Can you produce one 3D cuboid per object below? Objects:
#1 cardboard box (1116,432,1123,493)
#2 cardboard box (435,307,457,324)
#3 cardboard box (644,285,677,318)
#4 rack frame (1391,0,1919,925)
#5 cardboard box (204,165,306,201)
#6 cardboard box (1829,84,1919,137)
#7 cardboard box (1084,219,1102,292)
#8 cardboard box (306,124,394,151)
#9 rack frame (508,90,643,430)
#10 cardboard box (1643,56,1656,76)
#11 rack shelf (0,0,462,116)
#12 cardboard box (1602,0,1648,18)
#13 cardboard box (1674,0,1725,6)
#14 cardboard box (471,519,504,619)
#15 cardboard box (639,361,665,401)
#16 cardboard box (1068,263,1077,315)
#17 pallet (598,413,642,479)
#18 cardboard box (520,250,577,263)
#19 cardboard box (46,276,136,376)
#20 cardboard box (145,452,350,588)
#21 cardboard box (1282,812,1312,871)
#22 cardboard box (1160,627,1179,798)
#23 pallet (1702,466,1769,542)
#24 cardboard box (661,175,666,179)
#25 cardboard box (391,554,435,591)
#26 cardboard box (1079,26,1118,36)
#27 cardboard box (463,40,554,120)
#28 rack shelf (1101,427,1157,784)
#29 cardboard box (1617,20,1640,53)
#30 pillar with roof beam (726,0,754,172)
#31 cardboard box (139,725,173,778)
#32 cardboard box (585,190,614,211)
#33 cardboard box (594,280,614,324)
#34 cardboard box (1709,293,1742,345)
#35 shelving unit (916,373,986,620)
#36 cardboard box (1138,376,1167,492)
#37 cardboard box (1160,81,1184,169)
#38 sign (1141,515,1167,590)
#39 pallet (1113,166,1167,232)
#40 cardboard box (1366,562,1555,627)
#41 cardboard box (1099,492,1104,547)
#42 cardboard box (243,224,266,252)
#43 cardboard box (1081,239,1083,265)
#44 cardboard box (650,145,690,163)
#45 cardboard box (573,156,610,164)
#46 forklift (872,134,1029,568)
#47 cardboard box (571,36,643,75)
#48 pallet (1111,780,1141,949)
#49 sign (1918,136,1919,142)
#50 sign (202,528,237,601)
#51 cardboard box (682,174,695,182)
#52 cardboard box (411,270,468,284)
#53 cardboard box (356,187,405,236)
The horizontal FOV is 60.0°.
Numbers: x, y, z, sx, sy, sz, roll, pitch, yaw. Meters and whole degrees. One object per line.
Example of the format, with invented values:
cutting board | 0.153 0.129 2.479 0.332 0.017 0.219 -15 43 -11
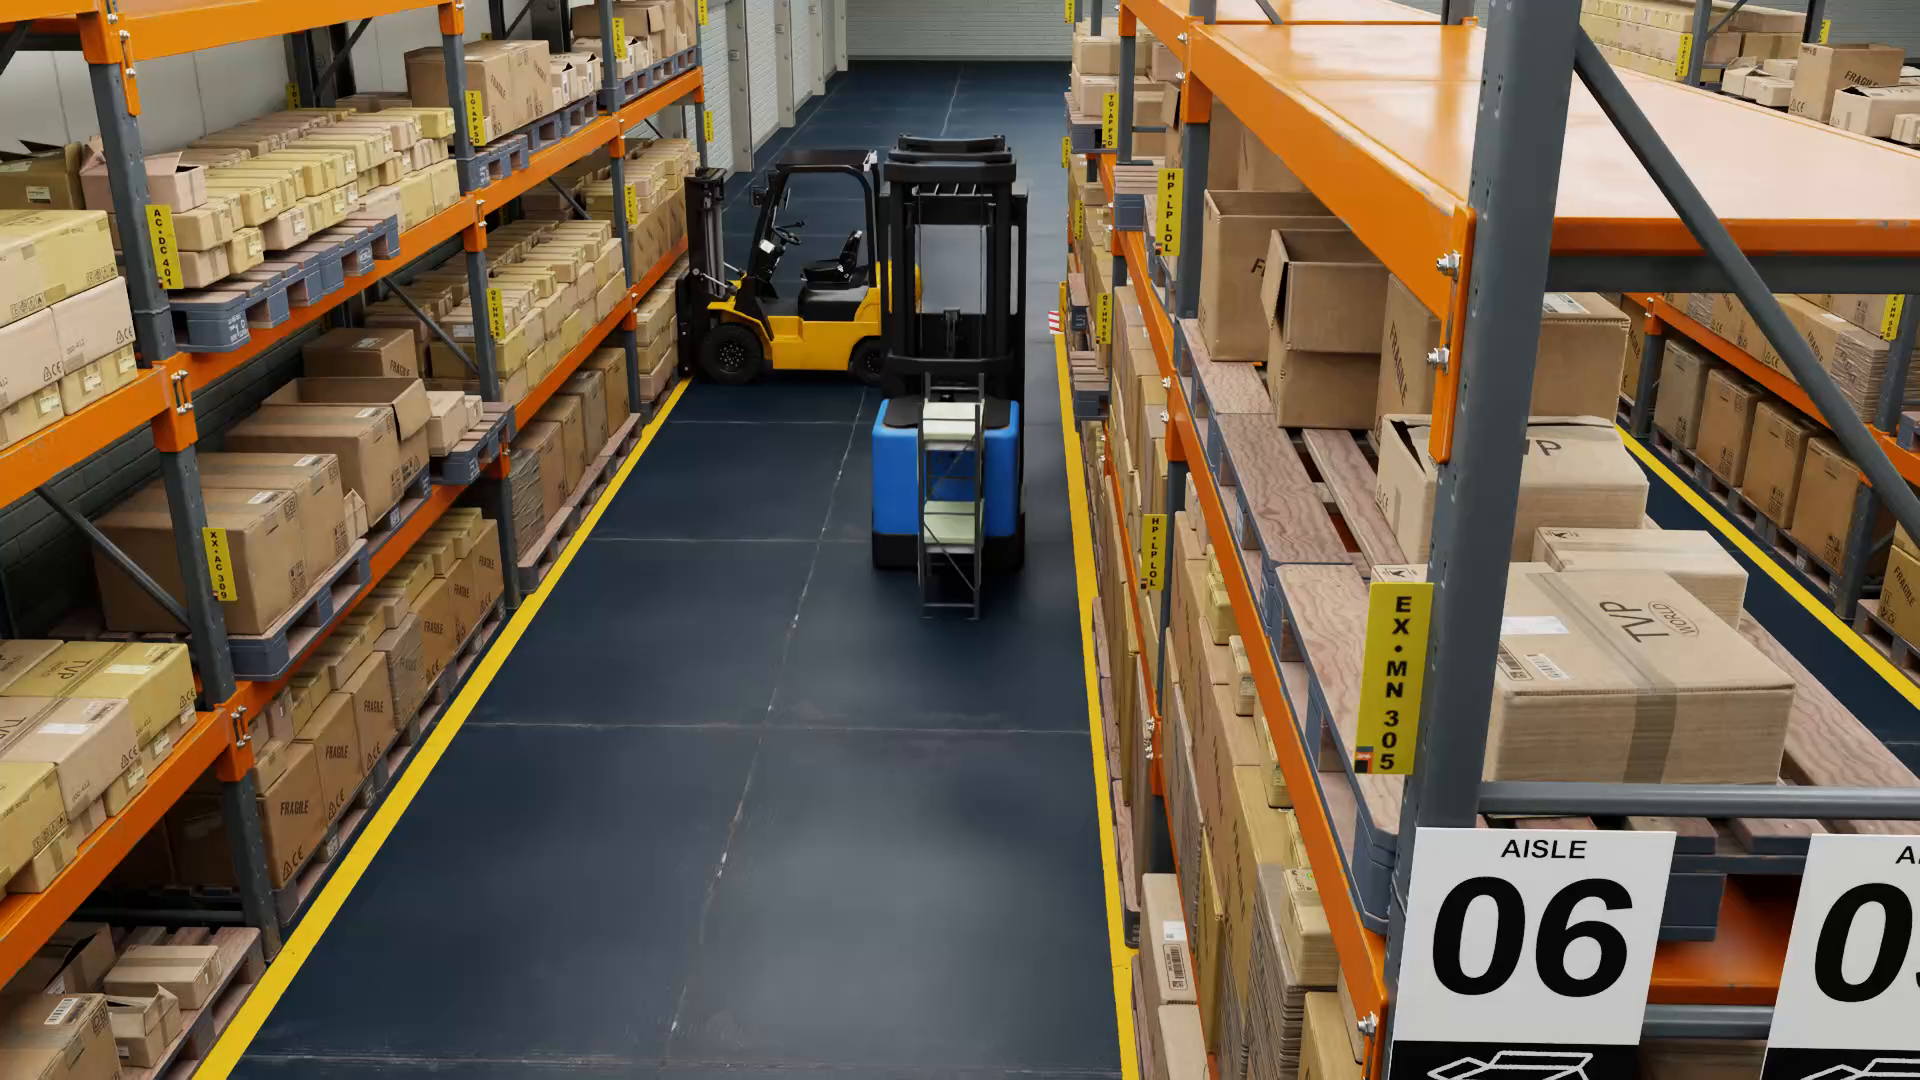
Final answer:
cardboard box | 1.191 -0.461 9.777 0.500 0.250 0.500 0 21 0
cardboard box | -3.757 -1.457 11.654 0.500 0.250 0.500 1 21 2
cardboard box | -3.027 -2.306 16.165 0.500 0.250 0.500 1 21 3
rack frame | 1.212 -0.795 2.137 1.000 3.000 0.127 1 21 2
cardboard box | -3.263 -1.638 7.674 0.380 0.149 0.250 1 21 2
cardboard box | 6.138 -2.853 10.993 0.500 0.311 0.500 1 21 2
cardboard box | 1.232 -2.192 12.901 0.500 0.500 0.500 1 21 1
cardboard box | -3.342 -2.187 9.117 0.380 0.149 0.250 0 21 1
rack frame | -3.385 -2.390 14.542 1.000 3.000 0.127 1 21 2
cardboard box | 6.233 -4.162 14.592 0.380 0.149 0.250 1 21 2
rack shelf | -3.567 -2.496 8.068 1.077 0.370 4.000 1 21 2
cardboard box | 6.274 -4.991 15.626 0.380 0.149 0.250 1 21 2
cardboard box | 6.932 -4.984 15.606 0.380 0.149 0.250 1 21 2
cardboard box | -3.304 0.181 10.791 0.500 0.500 0.500 1 21 3
cardboard box | -3.039 -1.475 15.405 0.500 0.250 0.500 1 21 2
cardboard box | 1.386 -2.560 17.165 0.500 0.500 0.500 0 21 0
pallet | -3.368 -0.823 14.359 1.003 0.211 1.213 1 21 2
cardboard box | -3.183 -2.151 12.891 0.380 0.149 0.250 1 21 2
cardboard box | -3.392 -0.788 6.061 0.500 0.250 0.500 1 21 2
cardboard box | -3.374 -0.100 7.920 0.700 0.500 0.500 1 21 2
cardboard box | 0.979 0.778 3.960 0.380 0.149 0.250 1 21 3
cardboard box | 1.057 0.676 6.502 0.500 0.500 0.500 1 21 3
pallet | 6.545 -0.297 13.002 1.003 0.211 1.213 1 21 2
cardboard box | -3.106 -3.504 16.377 0.380 0.149 0.250 0 21 1
cardboard box | -3.351 0.193 9.862 0.380 0.149 0.250 1 21 3
cardboard box | 1.339 -4.855 15.992 0.380 0.149 0.250 1 21 3
cardboard box | -3.210 -3.259 11.777 0.500 0.500 0.500 1 21 3
rack shelf | 1.394 0.168 8.944 1.077 0.370 4.000 1 21 2
cardboard box | 6.319 -4.573 15.098 0.500 0.250 0.500 0 21 1
pillar with roof beam | 0.483 -10.683 27.621 9.100 9.000 0.400 1 21 2
cardboard box | -3.372 0.832 6.585 0.380 0.149 0.250 1 21 3
cardboard box | -3.079 -2.990 14.642 0.380 0.149 0.250 1 21 3
cardboard box | -3.148 -1.953 13.624 0.500 0.250 0.500 1 21 1
cardboard box | 6.210 -1.815 12.922 0.500 0.500 0.500 1 21 1
shelving unit | -0.053 -0.300 11.228 0.431 1.500 0.755 1 21 3
cardboard box | 1.139 -0.492 8.129 0.500 0.500 0.500 1 21 3
cardboard box | 1.594 -2.395 9.685 0.797 0.503 0.637 -1 21 -2
sign | 0.791 0.050 6.761 0.100 0.325 0.005 1 21 2
pallet | 1.489 -1.968 9.568 1.213 0.211 1.003 2 21 4
cardboard box | 1.068 0.162 3.446 0.380 0.149 0.250 -1 21 -3
cardboard box | 1.482 -0.065 11.603 0.950 0.372 0.625 -1 21 -2
cardboard box | -3.269 -1.311 7.242 0.380 0.149 0.250 1 21 2
cardboard box | 1.342 -2.686 14.754 0.500 0.500 0.500 0 21 0
cardboard box | -3.021 -4.008 17.265 0.380 0.149 0.250 1 21 3
cardboard box | -3.634 -3.736 16.566 0.380 0.149 0.250 0 21 0
forklift | -0.038 -1.656 12.745 1.130 2.935 3.031 1 21 3
cardboard box | -3.116 -4.287 14.690 0.500 0.311 0.500 1 21 3
pallet | 1.282 1.576 8.176 1.003 0.211 1.213 1 21 2
sign | 5.851 -2.558 10.004 0.100 0.325 0.005 1 21 2
sign | -3.085 0.102 6.923 0.100 0.325 0.005 1 21 2
cardboard box | -3.041 -3.515 17.302 0.500 0.500 0.500 1 21 3
cardboard box | -3.786 -1.876 12.182 0.380 0.149 0.250 0 21 1
cardboard box | -3.309 -1.721 8.879 0.500 0.250 0.500 1 21 2
